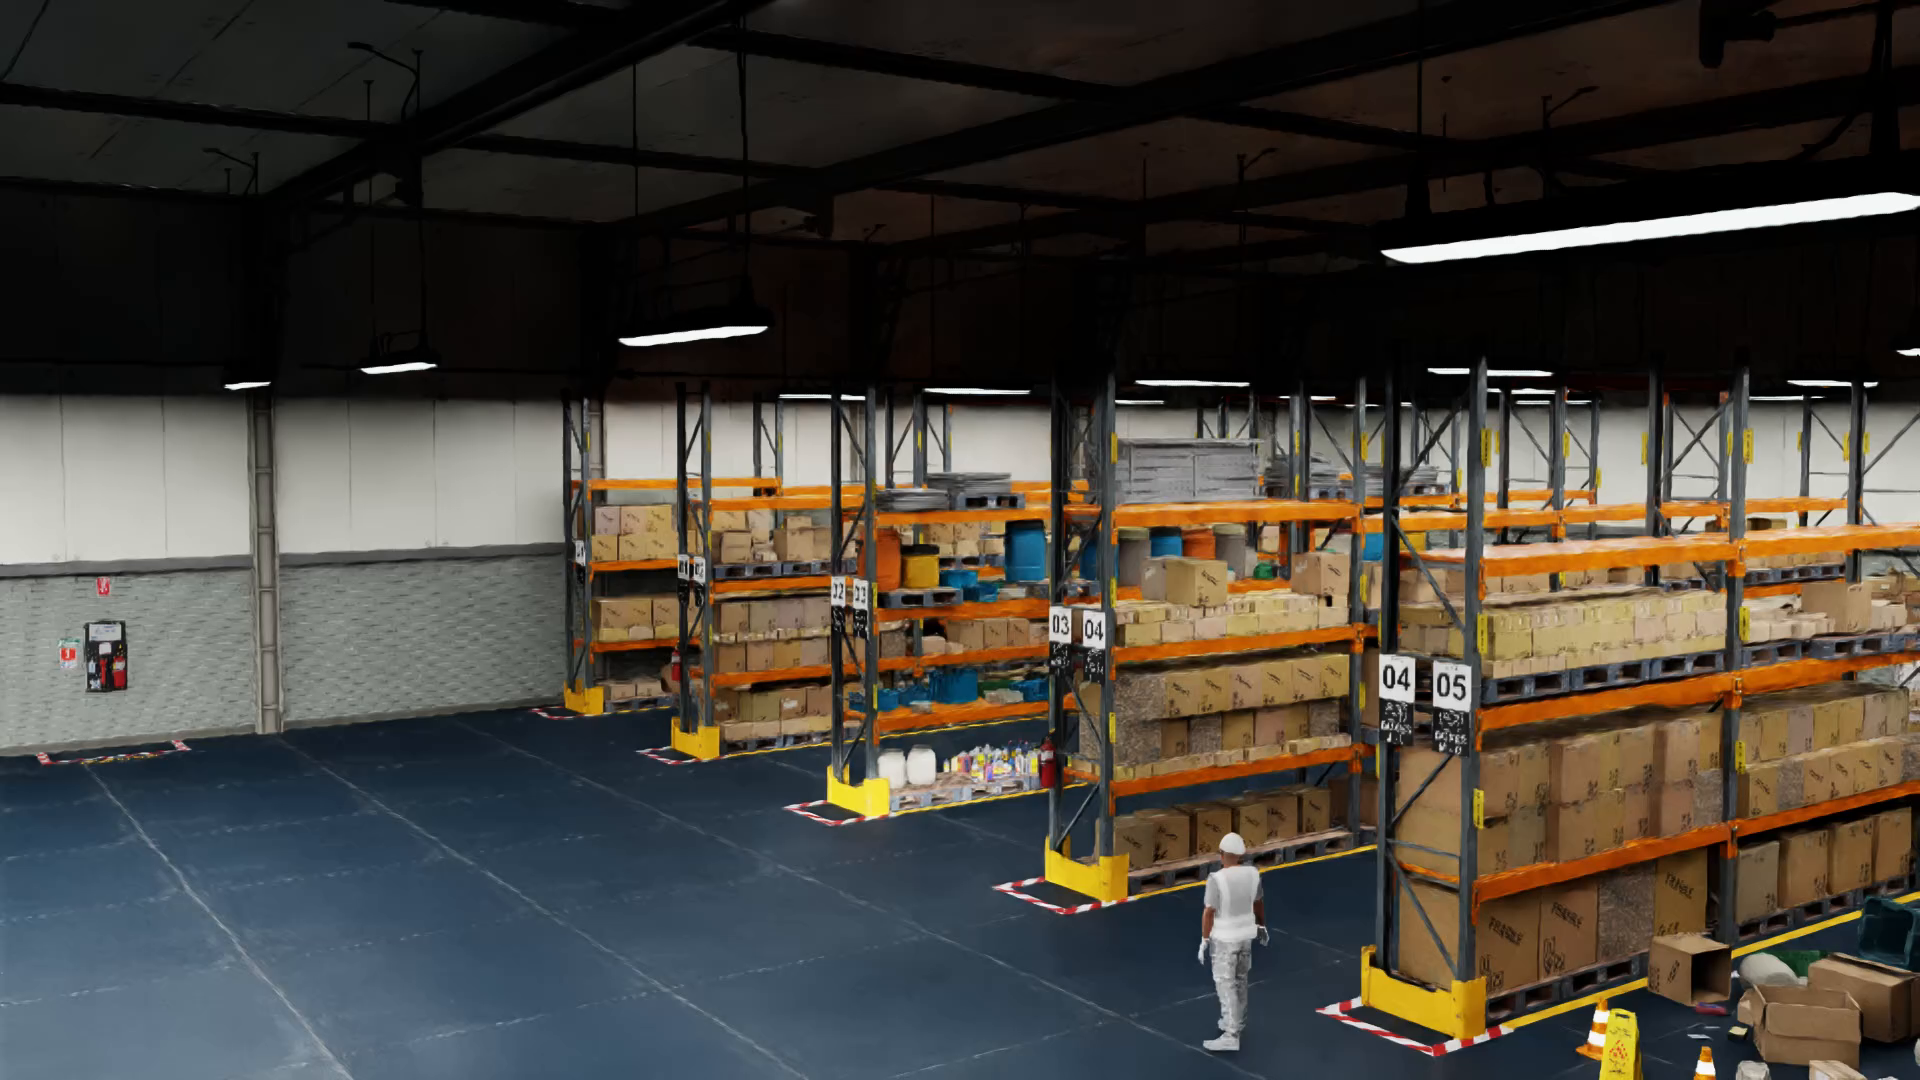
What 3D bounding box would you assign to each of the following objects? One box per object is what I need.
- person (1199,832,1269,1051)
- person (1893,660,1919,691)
[{"bbox_3d":[2.314,3.365,14.115,0.733,1.787,0.587,-2,4,-30],"label":"person"},{"bbox_3d":[15.923,2.485,27.801,0.737,1.765,0.560,0,4,1],"label":"person"}]
